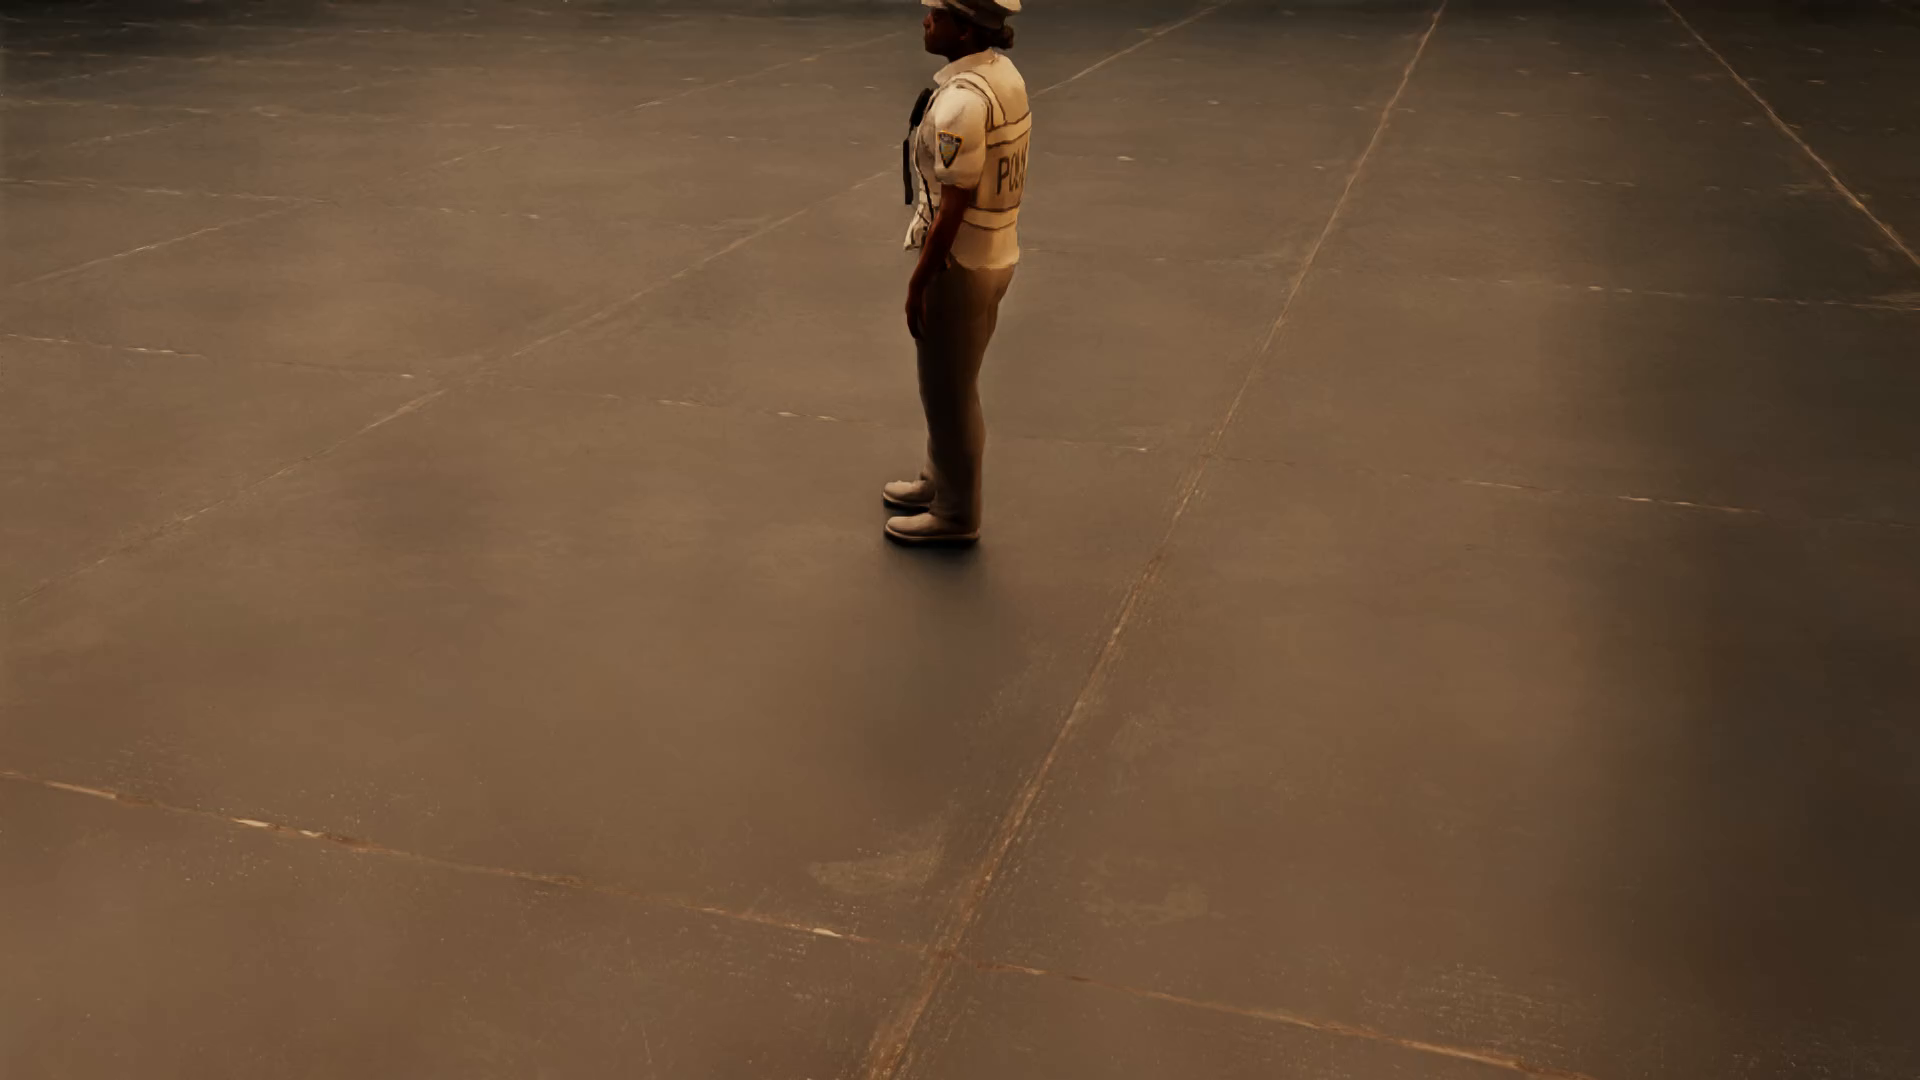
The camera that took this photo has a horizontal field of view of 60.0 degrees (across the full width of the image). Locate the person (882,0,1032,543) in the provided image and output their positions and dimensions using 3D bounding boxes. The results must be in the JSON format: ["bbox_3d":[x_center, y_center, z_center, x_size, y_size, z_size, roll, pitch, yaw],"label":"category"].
[{"bbox_3d":[-0.066,-0.805,4.832,0.529,1.693,0.570,7,23,16],"label":"person"}]
